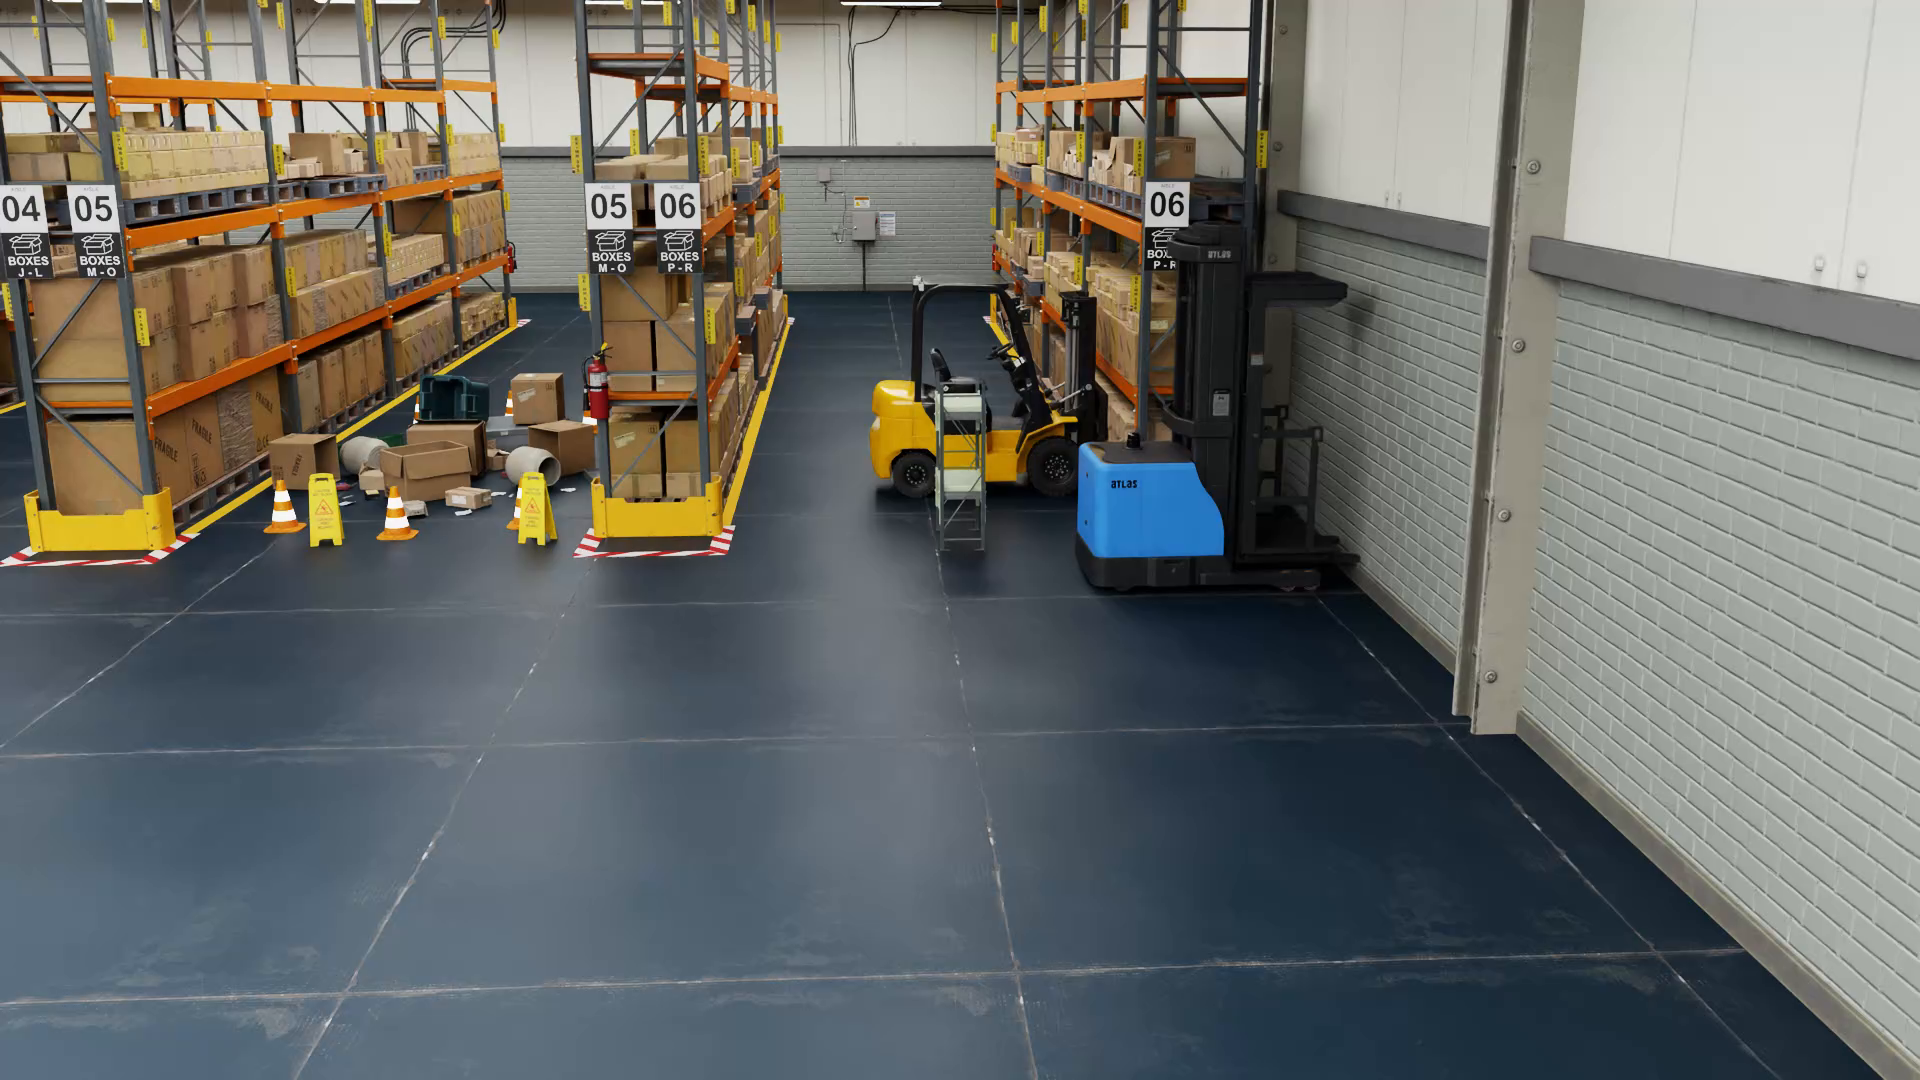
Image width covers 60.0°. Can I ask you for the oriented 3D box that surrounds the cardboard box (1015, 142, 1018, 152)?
[{"bbox_3d":[1.048,-6.085,25.724,0.380,0.149,0.250,-1,14,-4],"label":"cardboard box"}]

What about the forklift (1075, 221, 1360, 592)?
[{"bbox_3d":[2.546,-1.131,13.764,3.031,2.935,1.130,-1,14,-5],"label":"forklift"}]

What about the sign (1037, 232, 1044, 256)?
[{"bbox_3d":[1.113,-4.085,22.942,0.100,0.325,0.005,-1,14,-3],"label":"sign"}]

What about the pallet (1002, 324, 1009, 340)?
[{"bbox_3d":[1.286,-3.692,29.178,1.003,0.211,1.213,-1,14,-3],"label":"pallet"}]

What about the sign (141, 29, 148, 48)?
[{"bbox_3d":[-14.240,-8.760,29.044,0.100,0.325,0.005,-1,14,-3],"label":"sign"}]

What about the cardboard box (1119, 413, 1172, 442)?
[{"bbox_3d":[1.810,-1.049,15.978,0.500,0.250,0.500,0,14,-2],"label":"cardboard box"}]

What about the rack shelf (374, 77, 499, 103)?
[{"bbox_3d":[-8.605,-7.442,27.564,1.077,0.370,4.000,-1,14,-3],"label":"rack shelf"}]

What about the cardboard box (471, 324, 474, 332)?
[{"bbox_3d":[-8.384,-3.563,27.957,0.380,0.149,0.250,-2,15,-6],"label":"cardboard box"}]

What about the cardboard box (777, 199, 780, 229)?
[{"bbox_3d":[-3.466,-5.772,29.458,0.500,0.500,0.500,-1,14,-3],"label":"cardboard box"}]

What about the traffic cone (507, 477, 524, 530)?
[{"bbox_3d":[-4.118,-0.365,15.738,0.336,0.463,0.334,-1,14,-3],"label":"traffic cone"}]

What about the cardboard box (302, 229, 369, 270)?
[{"bbox_3d":[-8.216,-3.815,21.851,0.700,0.500,0.500,-1,14,-4],"label":"cardboard box"}]

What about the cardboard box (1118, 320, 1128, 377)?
[{"bbox_3d":[1.835,-1.880,16.335,0.500,0.500,0.500,0,14,-2],"label":"cardboard box"}]

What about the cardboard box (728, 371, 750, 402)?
[{"bbox_3d":[-3.179,-1.914,21.099,0.950,0.372,0.625,0,14,-2],"label":"cardboard box"}]

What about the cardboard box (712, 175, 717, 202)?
[{"bbox_3d":[-2.647,-3.413,16.179,0.500,0.250,0.500,0,14,-2],"label":"cardboard box"}]

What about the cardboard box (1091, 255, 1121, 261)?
[{"bbox_3d":[1.960,-3.729,22.223,0.380,0.149,0.250,-1,14,-3],"label":"cardboard box"}]

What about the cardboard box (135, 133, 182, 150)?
[{"bbox_3d":[-7.503,-3.714,15.507,0.380,0.149,0.250,-1,14,-4],"label":"cardboard box"}]

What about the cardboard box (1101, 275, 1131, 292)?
[{"bbox_3d":[1.714,-2.745,17.798,0.380,0.149,0.250,-1,14,-4],"label":"cardboard box"}]

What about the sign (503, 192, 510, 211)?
[{"bbox_3d":[-8.174,-6.101,29.985,0.100,0.325,0.005,-1,14,-3],"label":"sign"}]

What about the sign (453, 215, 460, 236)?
[{"bbox_3d":[-7.928,-4.959,26.181,0.100,0.325,0.005,-1,14,-3],"label":"sign"}]

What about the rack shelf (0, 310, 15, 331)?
[{"bbox_3d":[-13.066,-2.497,20.379,1.077,0.370,4.000,-1,14,-3],"label":"rack shelf"}]

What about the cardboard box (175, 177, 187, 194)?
[{"bbox_3d":[-7.502,-3.329,15.609,0.380,0.149,0.250,-1,14,-3],"label":"cardboard box"}]

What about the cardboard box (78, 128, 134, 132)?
[{"bbox_3d":[-13.547,-6.284,26.391,0.700,0.500,0.500,-2,15,-7],"label":"cardboard box"}]

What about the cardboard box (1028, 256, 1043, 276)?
[{"bbox_3d":[1.266,-3.961,24.085,0.500,0.250,0.500,-2,15,-6],"label":"cardboard box"}]

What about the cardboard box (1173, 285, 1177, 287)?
[{"bbox_3d":[2.370,-2.502,16.855,0.380,0.149,0.250,-1,14,-5],"label":"cardboard box"}]

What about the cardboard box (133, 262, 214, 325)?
[{"bbox_3d":[-7.748,-2.370,15.973,0.875,0.550,0.550,-1,14,-3],"label":"cardboard box"}]

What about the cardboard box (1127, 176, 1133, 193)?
[{"bbox_3d":[1.796,-3.368,15.761,0.380,0.149,0.250,-1,14,-5],"label":"cardboard box"}]

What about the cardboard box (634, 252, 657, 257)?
[{"bbox_3d":[-3.212,-2.558,16.367,0.700,0.500,0.500,-1,14,-4],"label":"cardboard box"}]

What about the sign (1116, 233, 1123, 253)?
[{"bbox_3d":[2.208,-4.143,23.011,0.100,0.325,0.005,-1,14,-3],"label":"sign"}]

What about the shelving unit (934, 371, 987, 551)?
[{"bbox_3d":[0.000,-0.725,15.057,0.431,1.500,0.755,-1,14,-3],"label":"shelving unit"}]

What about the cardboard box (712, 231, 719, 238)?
[{"bbox_3d":[-3.593,-4.153,23.164,0.500,0.500,0.500,-1,14,-5],"label":"cardboard box"}]

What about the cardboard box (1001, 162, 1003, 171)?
[{"bbox_3d":[0.924,-6.554,29.186,0.380,0.149,0.250,-1,14,-4],"label":"cardboard box"}]

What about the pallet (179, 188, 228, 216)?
[{"bbox_3d":[-7.873,-3.303,16.225,1.003,0.211,1.213,-1,14,-3],"label":"pallet"}]

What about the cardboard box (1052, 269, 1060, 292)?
[{"bbox_3d":[1.482,-3.374,21.640,0.500,0.250,0.500,-1,14,-5],"label":"cardboard box"}]

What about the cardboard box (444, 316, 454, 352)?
[{"bbox_3d":[-8.184,-3.202,25.847,0.500,0.500,0.500,-1,14,-5],"label":"cardboard box"}]

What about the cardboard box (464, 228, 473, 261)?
[{"bbox_3d":[-8.299,-4.832,27.211,0.500,0.500,0.500,-1,14,-3],"label":"cardboard box"}]

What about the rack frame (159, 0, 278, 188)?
[{"bbox_3d":[-7.986,-5.305,17.808,1.000,3.000,0.127,-1,14,-3],"label":"rack frame"}]

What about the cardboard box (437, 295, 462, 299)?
[{"bbox_3d":[-9.011,-4.228,29.346,0.380,0.149,0.250,-1,14,-4],"label":"cardboard box"}]

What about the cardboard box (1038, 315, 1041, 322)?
[{"bbox_3d":[1.364,-3.261,24.777,0.380,0.149,0.250,-1,14,-4],"label":"cardboard box"}]

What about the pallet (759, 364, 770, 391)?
[{"bbox_3d":[-3.273,-2.343,23.931,1.003,0.211,1.213,-1,14,-3],"label":"pallet"}]

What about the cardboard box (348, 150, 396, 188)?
[{"bbox_3d":[-8.003,-5.041,22.604,0.500,0.500,0.500,-1,14,-3],"label":"cardboard box"}]

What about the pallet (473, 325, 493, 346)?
[{"bbox_3d":[-8.637,-3.509,28.465,1.003,0.211,1.213,-1,14,-3],"label":"pallet"}]

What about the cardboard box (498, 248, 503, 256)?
[{"bbox_3d":[-8.427,-5.185,29.888,0.380,0.149,0.250,-1,14,-3],"label":"cardboard box"}]

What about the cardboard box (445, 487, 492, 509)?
[{"bbox_3d":[-4.901,-0.420,16.584,0.380,0.149,0.250,7,16,26],"label":"cardboard box"}]

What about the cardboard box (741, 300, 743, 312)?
[{"bbox_3d":[-2.777,-2.787,19.725,0.380,0.149,0.250,-1,14,-2],"label":"cardboard box"}]

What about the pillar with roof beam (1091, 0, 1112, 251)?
[{"bbox_3d":[-2.034,-7.594,26.706,9.100,9.000,0.400,-1,14,-3],"label":"pillar with roof beam"}]

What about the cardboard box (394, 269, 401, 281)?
[{"bbox_3d":[-8.094,-3.724,23.366,0.380,0.149,0.250,0,14,-1],"label":"cardboard box"}]

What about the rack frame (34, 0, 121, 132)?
[{"bbox_3d":[-13.438,-7.243,25.341,1.000,3.000,0.127,-1,14,-3],"label":"rack frame"}]

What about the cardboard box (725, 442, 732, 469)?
[{"bbox_3d":[-2.648,-0.845,17.191,0.500,0.250,0.500,0,14,0],"label":"cardboard box"}]

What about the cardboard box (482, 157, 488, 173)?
[{"bbox_3d":[-8.381,-6.405,28.403,0.500,0.250,0.500,0,14,-1],"label":"cardboard box"}]
